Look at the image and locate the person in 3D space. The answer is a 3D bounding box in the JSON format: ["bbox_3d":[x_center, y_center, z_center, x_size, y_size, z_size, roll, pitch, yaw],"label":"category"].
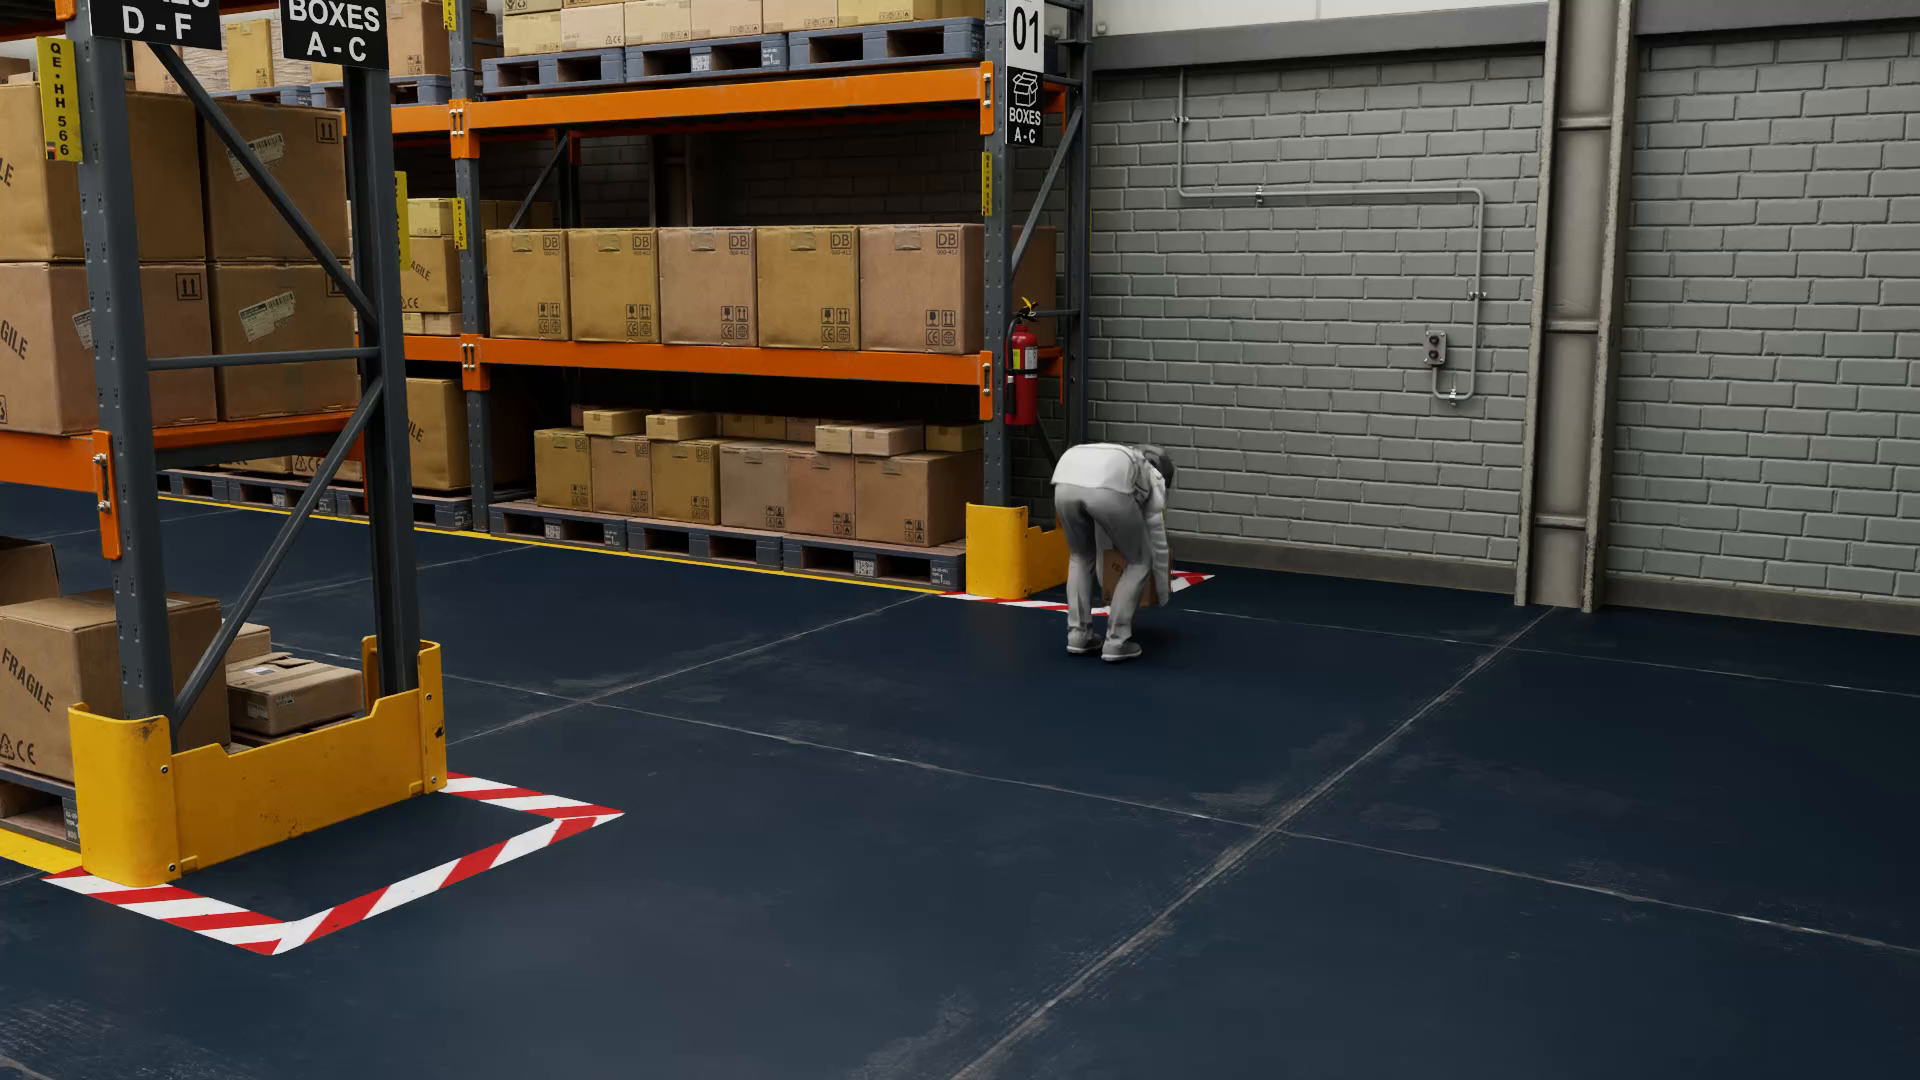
[{"bbox_3d":[0.742,0.020,7.793,0.426,0.995,0.912,5,11,28],"label":"person"}]
